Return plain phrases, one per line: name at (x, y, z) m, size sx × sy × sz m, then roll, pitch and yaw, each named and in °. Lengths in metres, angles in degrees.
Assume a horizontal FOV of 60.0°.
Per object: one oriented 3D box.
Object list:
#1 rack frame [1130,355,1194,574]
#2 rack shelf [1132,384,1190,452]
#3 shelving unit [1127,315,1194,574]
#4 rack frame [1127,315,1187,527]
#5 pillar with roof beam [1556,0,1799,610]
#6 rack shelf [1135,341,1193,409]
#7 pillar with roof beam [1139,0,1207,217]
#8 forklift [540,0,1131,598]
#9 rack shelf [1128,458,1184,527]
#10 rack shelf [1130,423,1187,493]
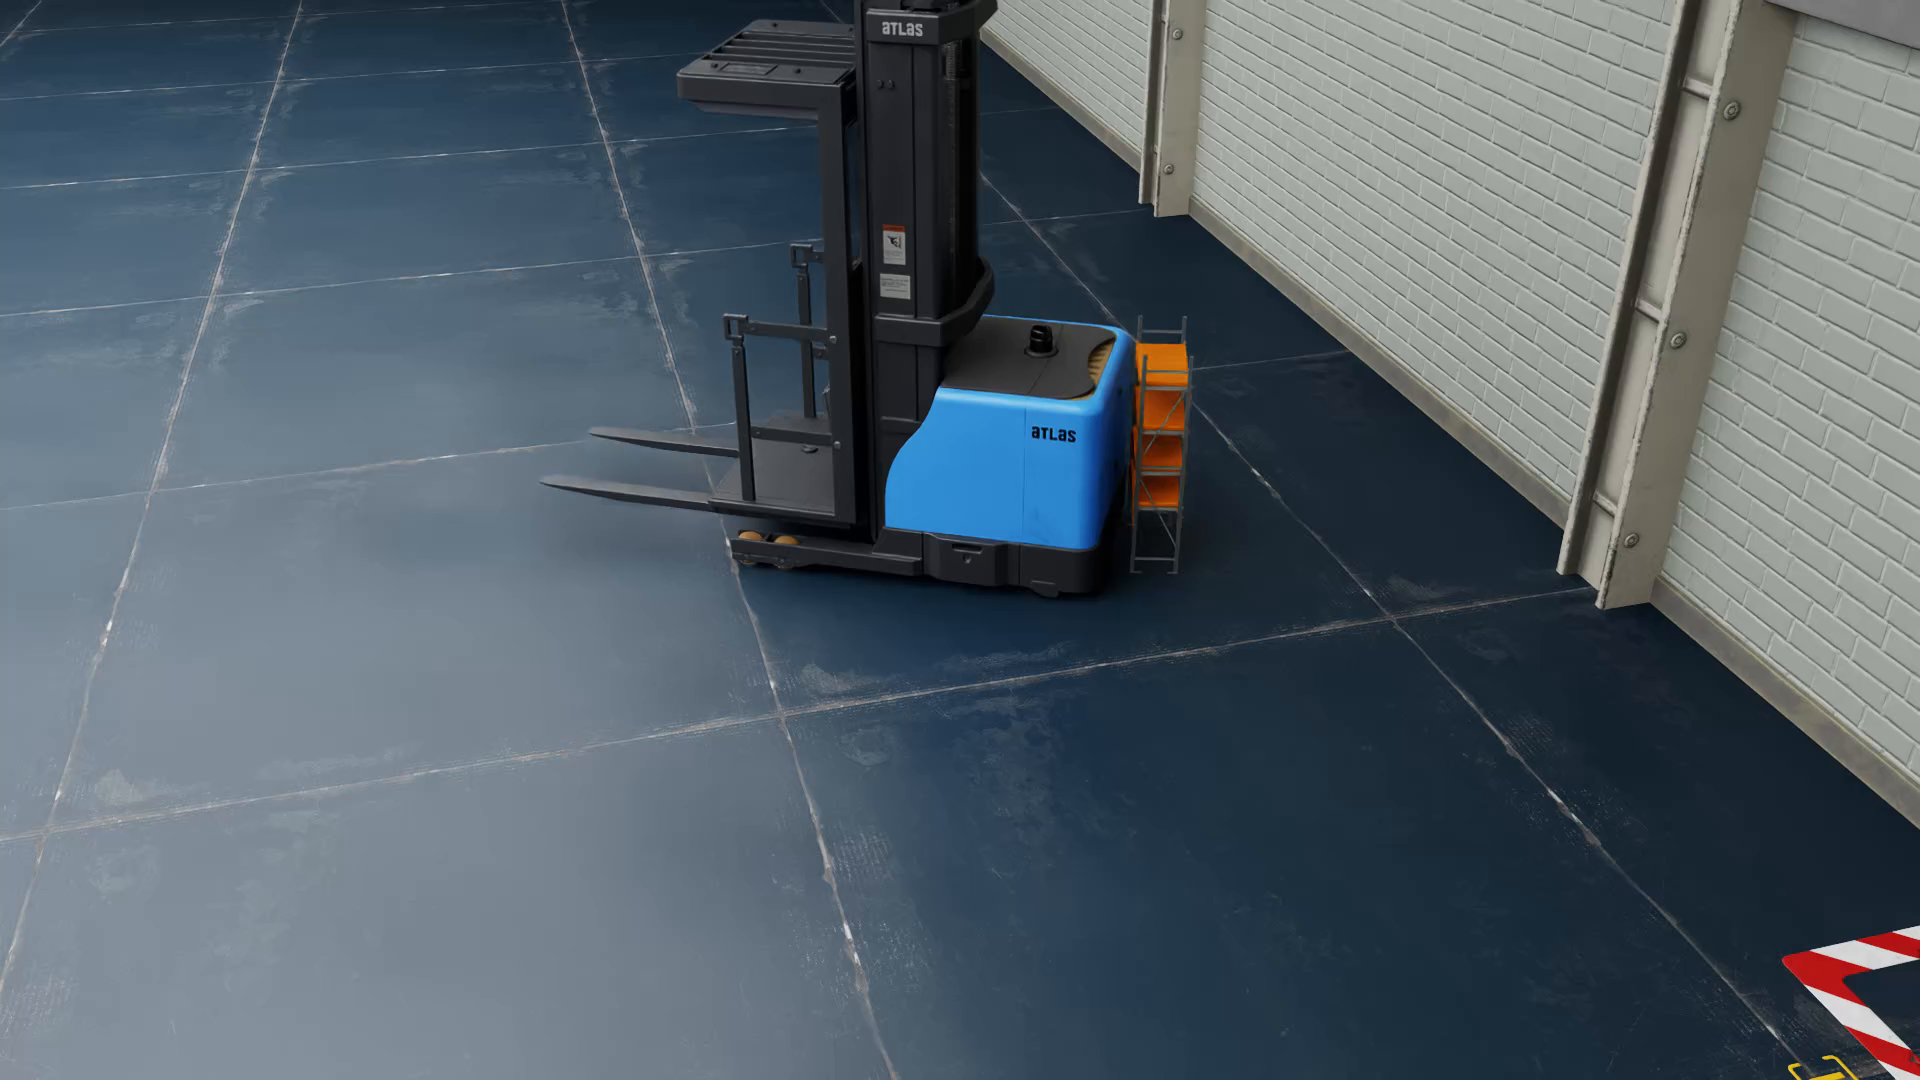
rack frame at (0.985, -0.352, 8.160) m, size 0.240 × 1.200 × 0.015 m, roll 1°, pitch 30°, yaw 3°
rack shelf at (0.998, -0.609, 8.293) m, size 0.258 × 0.148 × 0.480 m, roll 1°, pitch 30°, yaw 3°
shelving unit at (0.998, -0.474, 8.371) m, size 0.258 × 1.200 × 0.503 m, roll 1°, pitch 30°, yaw 3°
rack frame at (1.010, -0.596, 8.582) m, size 0.240 × 1.200 × 0.015 m, roll 1°, pitch 30°, yaw 3°
pillar with roof beam at (-0.909, -3.096, 5.116) m, size 9.100 × 9.000 × 0.400 m, roll -8°, pitch 31°, yaw -13°
rack shelf at (0.998, -0.814, 8.174) m, size 0.258 × 0.148 × 0.480 m, roll 1°, pitch 30°, yaw 3°
pillar with roof beam at (-2.502, -5.994, 10.123) m, size 9.100 × 9.000 × 0.400 m, roll -8°, pitch 31°, yaw -13°
forklift at (-0.688, -1.368, 8.187) m, size 3.031 × 2.935 × 1.130 m, roll 7°, pitch 31°, yaw 12°
rack shelf at (0.998, -0.244, 8.504) m, size 0.258 × 0.148 × 0.480 m, roll 1°, pitch 30°, yaw 3°
rack shelf at (0.998, -0.416, 8.405) m, size 0.258 × 0.148 × 0.480 m, roll 1°, pitch 30°, yaw 3°
